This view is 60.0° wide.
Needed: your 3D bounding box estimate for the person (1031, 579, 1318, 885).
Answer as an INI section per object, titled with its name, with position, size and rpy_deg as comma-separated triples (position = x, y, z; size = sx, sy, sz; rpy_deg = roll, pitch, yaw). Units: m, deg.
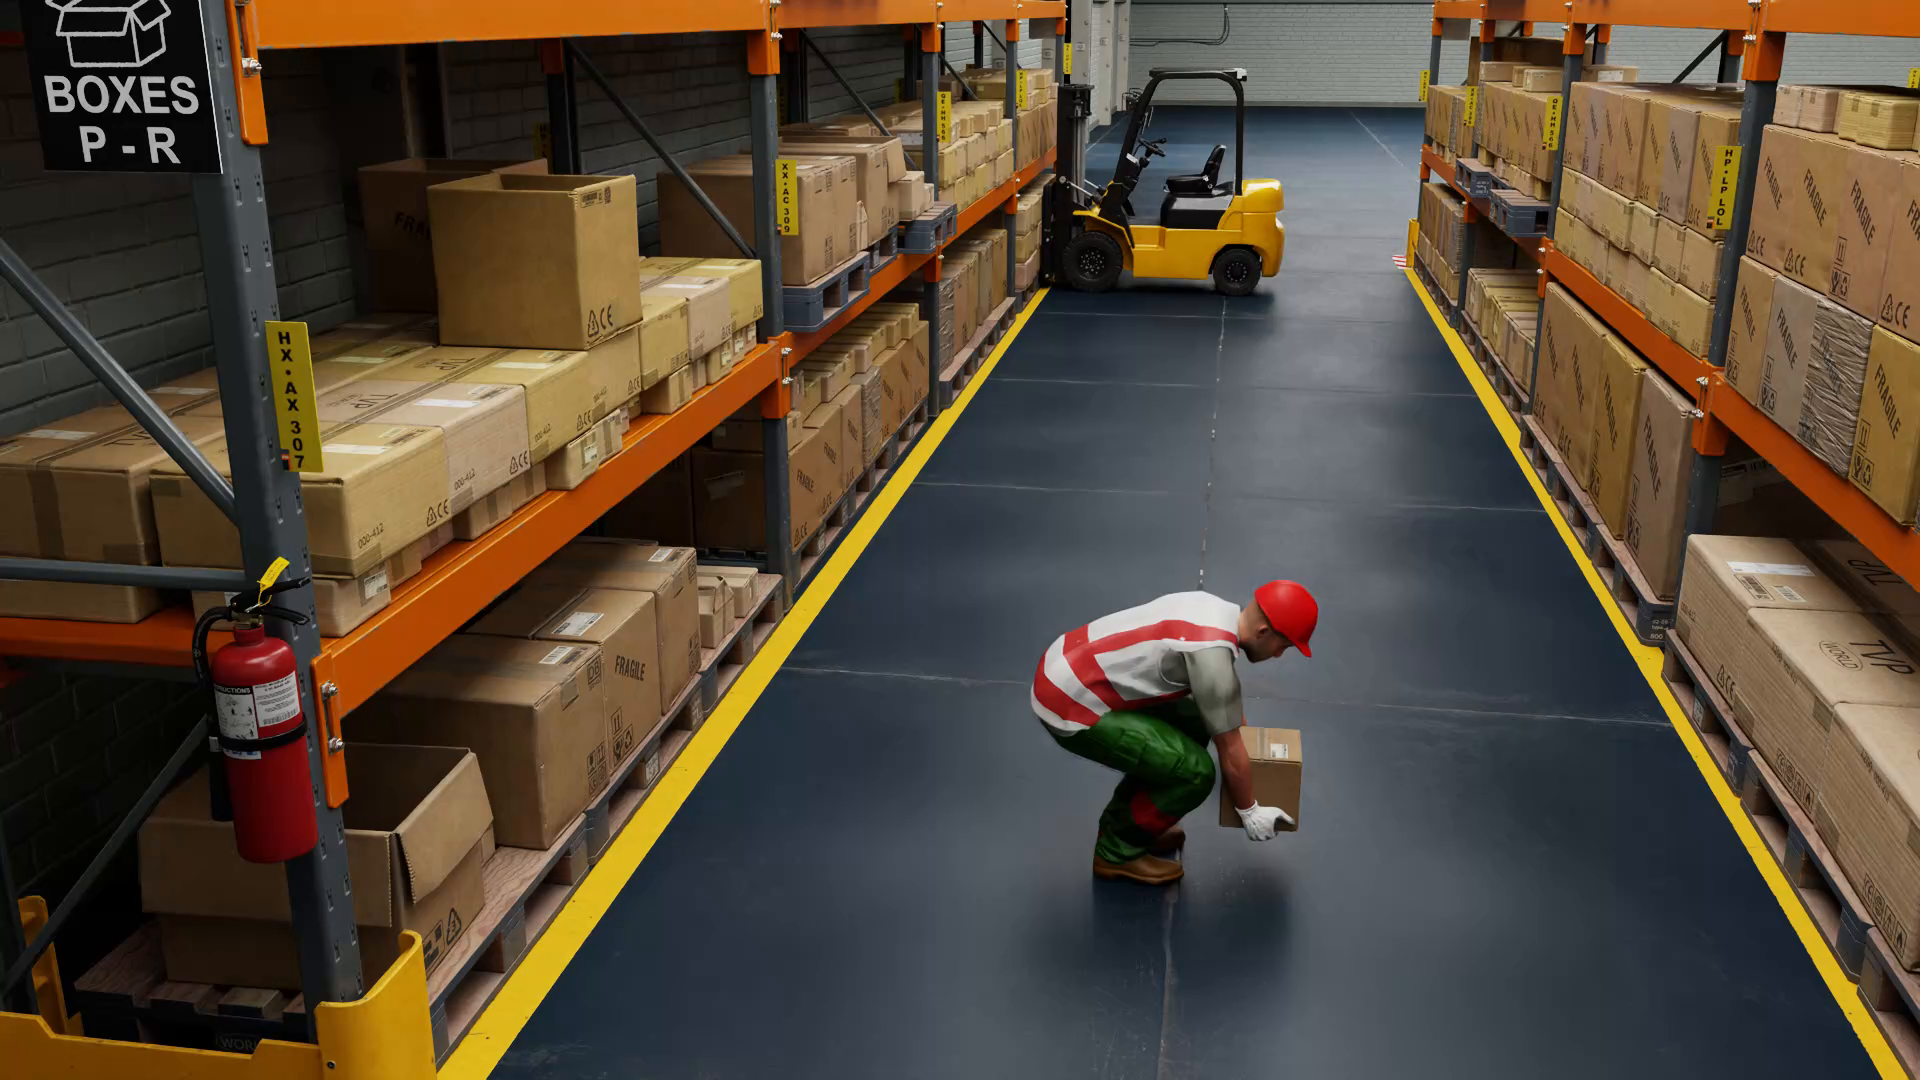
[person]
position = 0.684, 0.602, 5.434
size = 0.907, 0.999, 0.531
rpy_deg = 2, 18, 7
